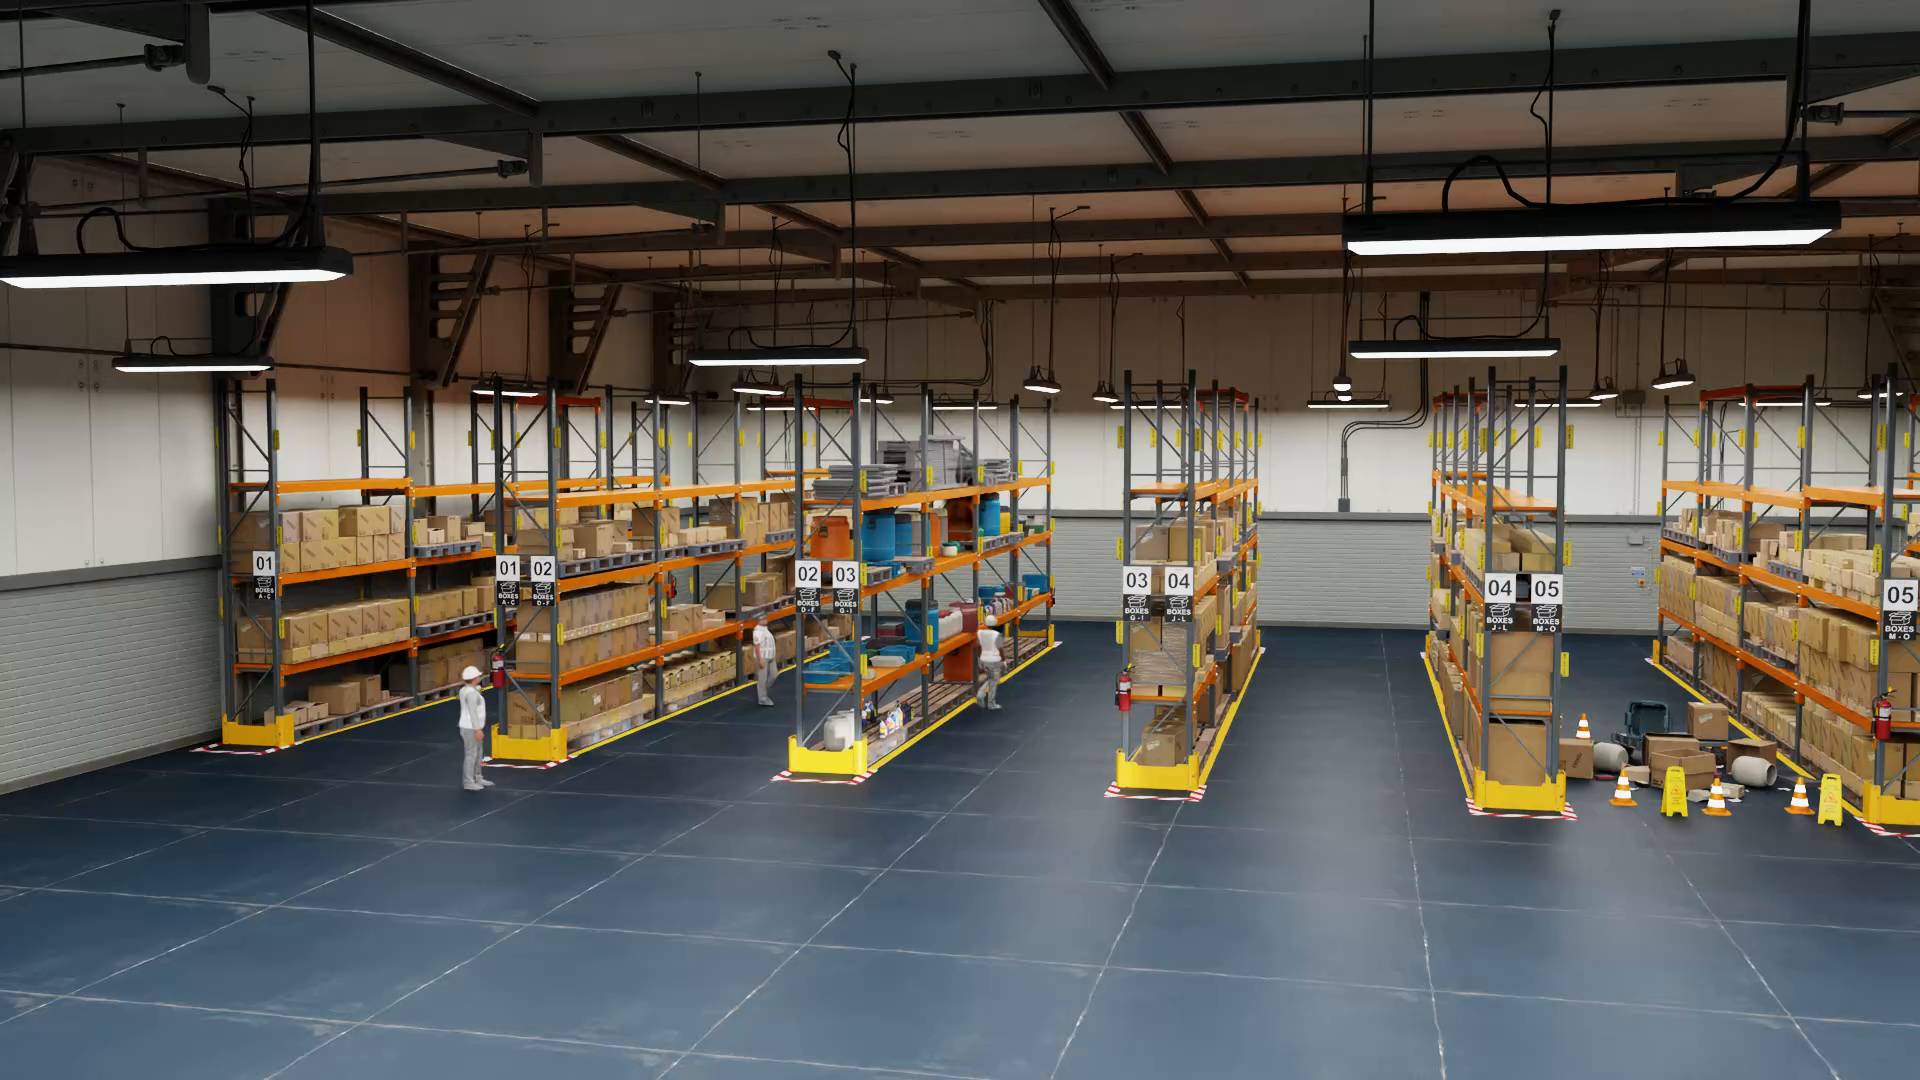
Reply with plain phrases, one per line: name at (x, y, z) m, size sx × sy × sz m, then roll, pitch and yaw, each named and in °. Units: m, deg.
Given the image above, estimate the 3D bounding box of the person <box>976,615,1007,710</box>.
person at (0.586, 2.256, 30.771) m, size 0.522 × 1.764 × 0.557 m, roll -2°, pitch 4°, yaw -34°

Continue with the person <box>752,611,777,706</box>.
person at (-3.675, 2.239, 31.484) m, size 0.474 × 1.801 × 0.615 m, roll 2°, pitch 4°, yaw 24°

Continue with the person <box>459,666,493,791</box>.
person at (-6.965, 2.692, 23.867) m, size 0.439 × 1.777 × 0.597 m, roll -1°, pitch 3°, yaw -9°
